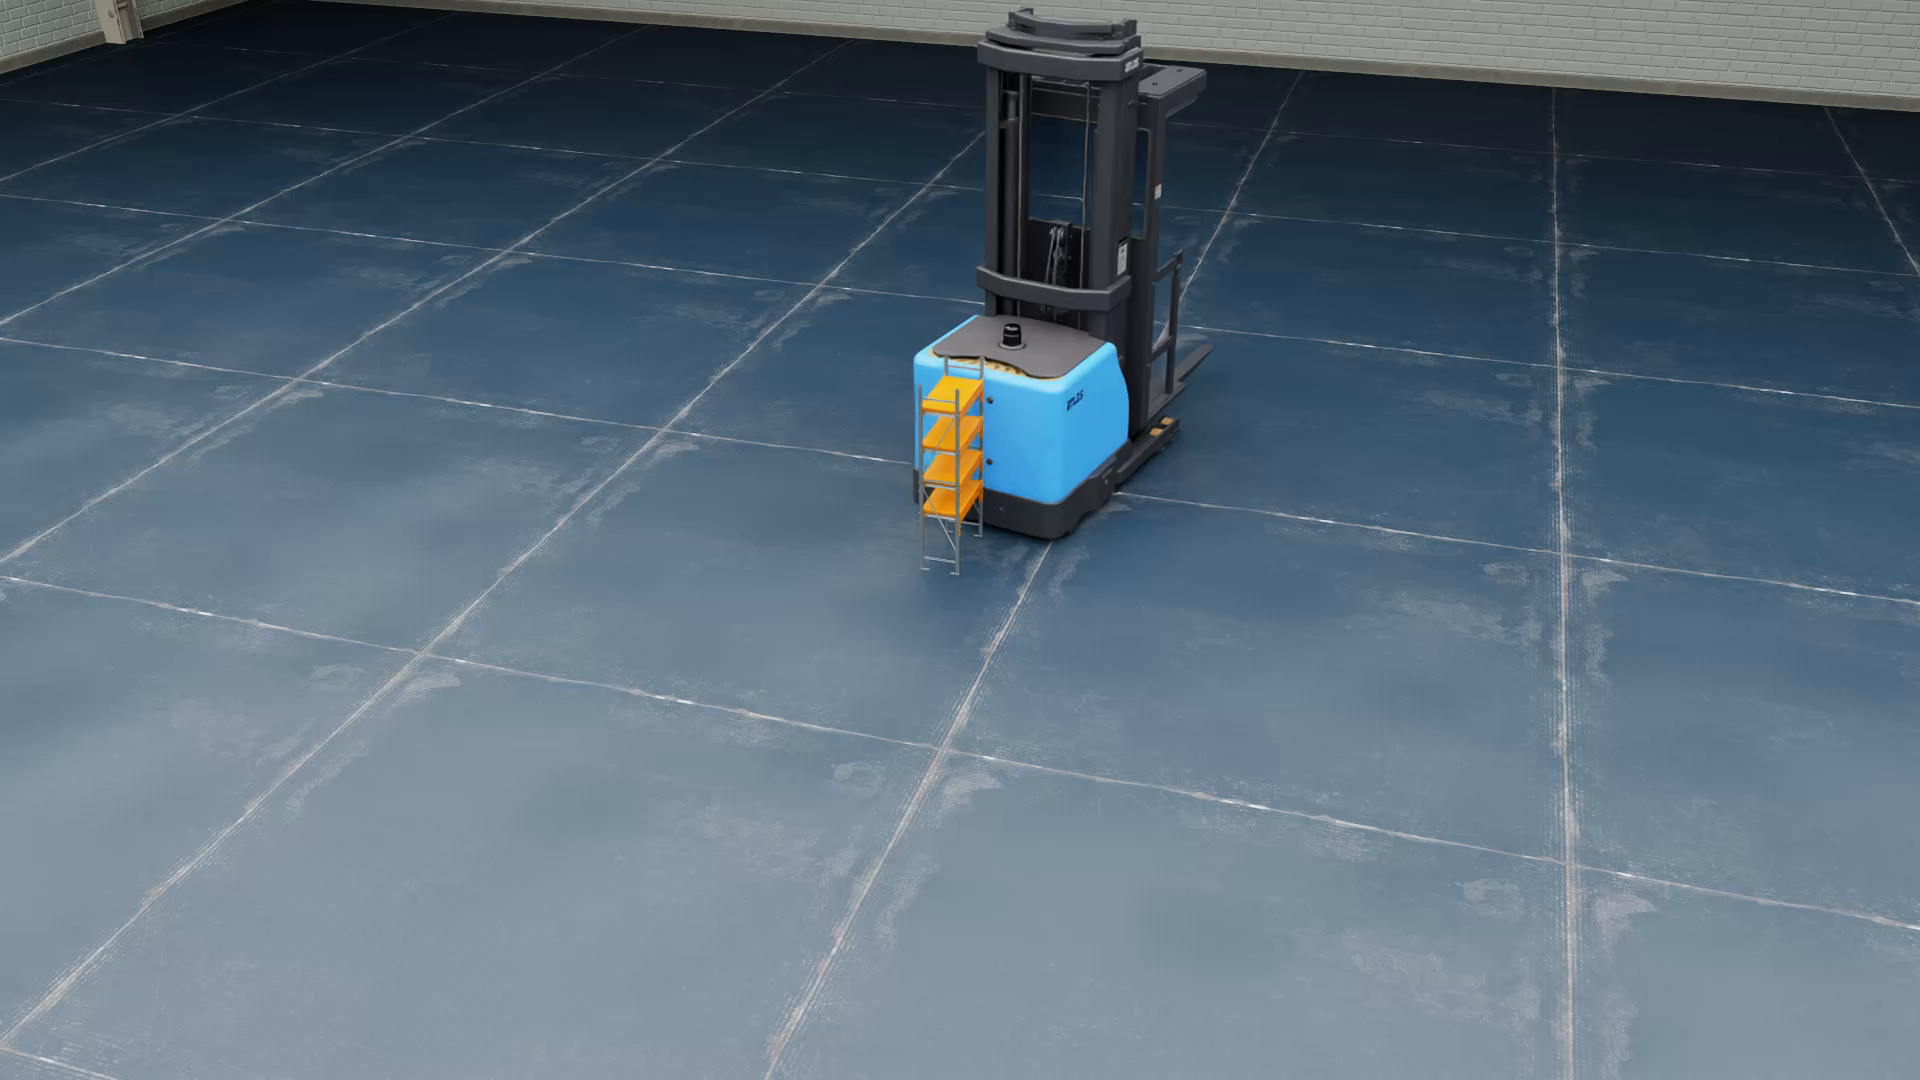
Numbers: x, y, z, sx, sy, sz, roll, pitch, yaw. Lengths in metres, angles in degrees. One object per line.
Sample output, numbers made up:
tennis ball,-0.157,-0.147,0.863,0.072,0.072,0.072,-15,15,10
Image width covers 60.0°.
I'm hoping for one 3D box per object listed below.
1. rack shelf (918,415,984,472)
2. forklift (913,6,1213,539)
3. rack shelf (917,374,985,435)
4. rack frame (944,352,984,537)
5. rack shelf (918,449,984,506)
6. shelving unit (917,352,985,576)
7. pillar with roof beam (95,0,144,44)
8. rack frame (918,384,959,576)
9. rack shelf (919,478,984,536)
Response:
rack shelf,-0.049,-0.584,9.744,0.258,0.148,0.480,8,30,15
forklift,0.860,-1.973,10.782,1.130,2.935,3.031,15,32,25
rack shelf,-0.049,-0.791,9.629,0.258,0.148,0.480,8,30,15
rack frame,0.023,-0.561,10.024,0.240,1.200,0.015,8,30,15
rack shelf,-0.049,-0.389,9.853,0.258,0.148,0.480,8,30,15
shelving unit,-0.049,-0.447,9.820,0.258,1.200,0.503,8,30,15
pillar with roof beam,-7.097,-10.029,19.022,9.100,9.000,0.400,8,30,15
rack frame,-0.120,-0.334,9.616,0.240,1.200,0.015,8,30,15
rack shelf,-0.049,-0.215,9.949,0.258,0.148,0.480,8,30,15
